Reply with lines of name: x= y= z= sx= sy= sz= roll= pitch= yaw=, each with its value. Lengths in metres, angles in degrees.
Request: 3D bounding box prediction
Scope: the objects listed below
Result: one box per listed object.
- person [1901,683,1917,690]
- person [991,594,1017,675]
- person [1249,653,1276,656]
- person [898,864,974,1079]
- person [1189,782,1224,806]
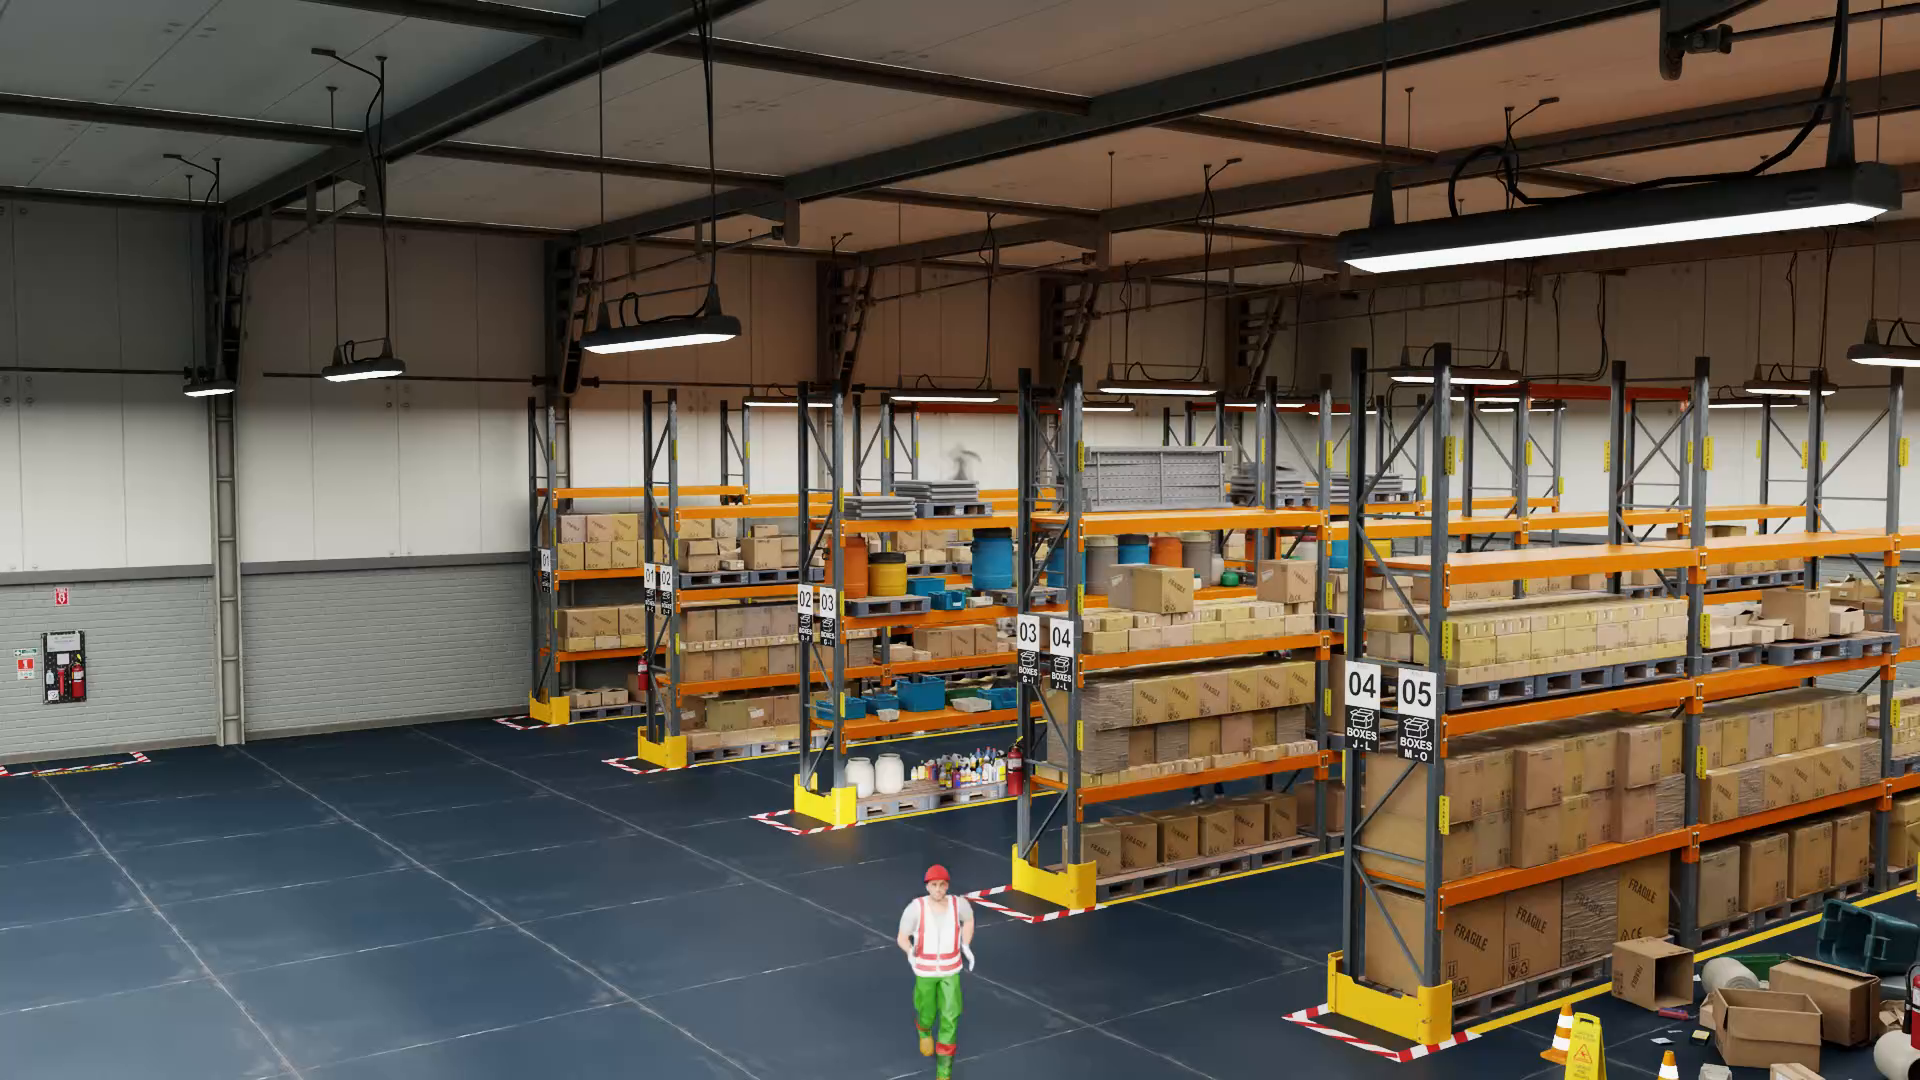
person: x=13.748 y=2.905 z=24.185 sx=0.527 sy=1.667 sz=0.599 roll=-2 pitch=4 yaw=-28
person: x=0.946 y=2.025 z=34.094 sx=0.739 sy=1.898 sz=0.623 roll=-3 pitch=4 yaw=-41
person: x=5.597 y=2.447 z=31.440 sx=0.699 sy=1.738 sz=0.758 roll=3 pitch=4 yaw=37
person: x=-0.188 y=3.477 z=13.432 sx=0.636 sy=1.787 sz=0.953 roll=0 pitch=3 yaw=-5
person: x=3.482 y=2.989 z=23.434 sx=0.523 sy=1.643 sz=0.722 roll=3 pitch=5 yaw=44
